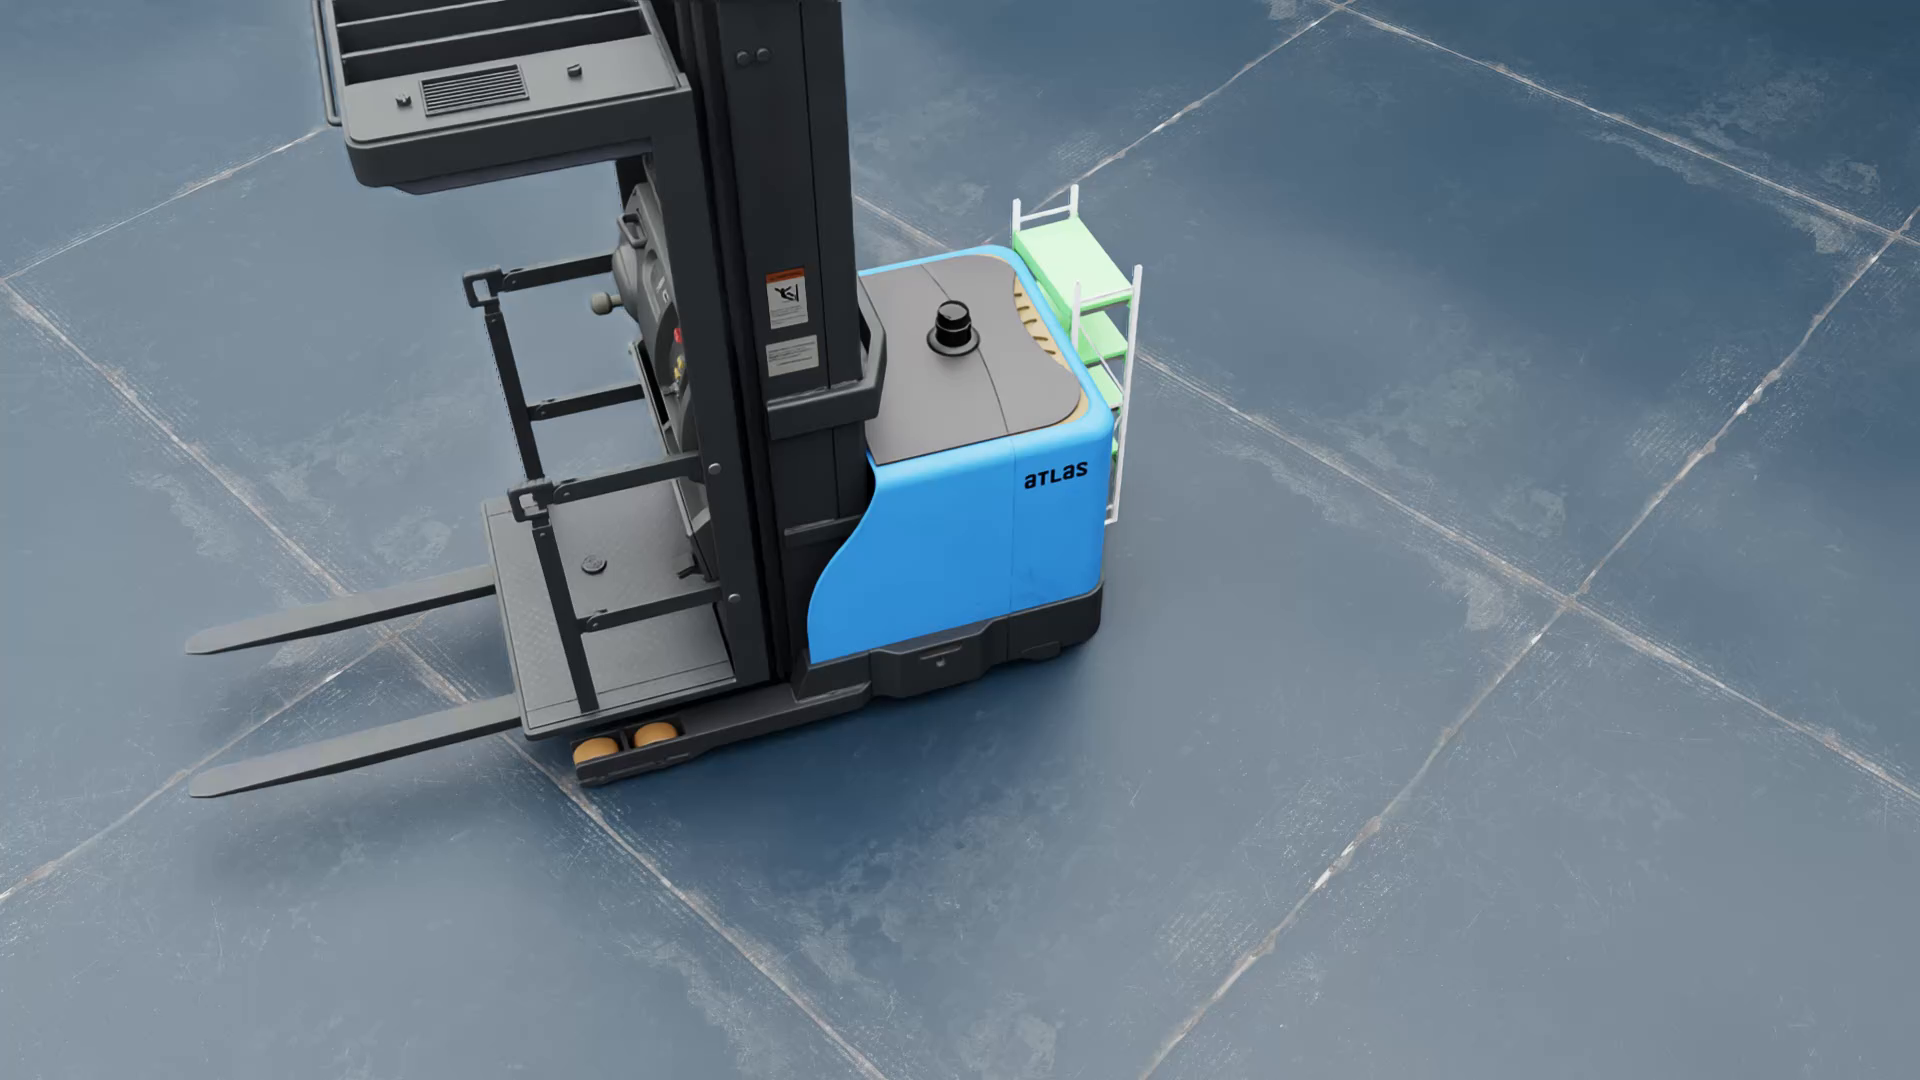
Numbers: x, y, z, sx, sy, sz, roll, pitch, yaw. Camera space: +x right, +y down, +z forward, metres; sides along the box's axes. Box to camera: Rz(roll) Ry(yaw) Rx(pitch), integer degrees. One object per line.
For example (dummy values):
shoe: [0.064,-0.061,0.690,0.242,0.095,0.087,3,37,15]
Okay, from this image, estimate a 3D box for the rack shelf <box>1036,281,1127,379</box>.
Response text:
rack shelf: [0.390,-0.738,5.878,0.258,0.148,0.480,-17,49,-15]

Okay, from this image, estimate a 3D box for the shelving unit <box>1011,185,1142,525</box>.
shelving unit: [0.390,-0.618,6.007,0.258,1.200,0.503,-17,49,-15]

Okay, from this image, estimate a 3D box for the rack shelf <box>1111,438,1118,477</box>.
rack shelf: [0.390,-0.410,6.228,0.258,0.148,0.480,-17,49,-15]

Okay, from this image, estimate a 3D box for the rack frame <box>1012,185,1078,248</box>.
rack frame: [0.296,-0.782,6.161,0.240,1.200,0.015,-17,49,-15]

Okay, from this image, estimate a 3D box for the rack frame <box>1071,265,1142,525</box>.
rack frame: [0.483,-0.453,5.853,0.240,1.200,0.015,-17,49,-15]

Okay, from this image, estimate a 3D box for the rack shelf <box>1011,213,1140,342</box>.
rack shelf: [0.390,-0.902,5.704,0.258,0.148,0.480,-17,49,-15]

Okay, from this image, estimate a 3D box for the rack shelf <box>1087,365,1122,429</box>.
rack shelf: [0.390,-0.574,6.053,0.258,0.148,0.480,-17,49,-15]

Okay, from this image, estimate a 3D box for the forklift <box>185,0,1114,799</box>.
forklift: [-1.079,-0.631,4.832,3.031,2.935,1.130,-14,48,-13]
